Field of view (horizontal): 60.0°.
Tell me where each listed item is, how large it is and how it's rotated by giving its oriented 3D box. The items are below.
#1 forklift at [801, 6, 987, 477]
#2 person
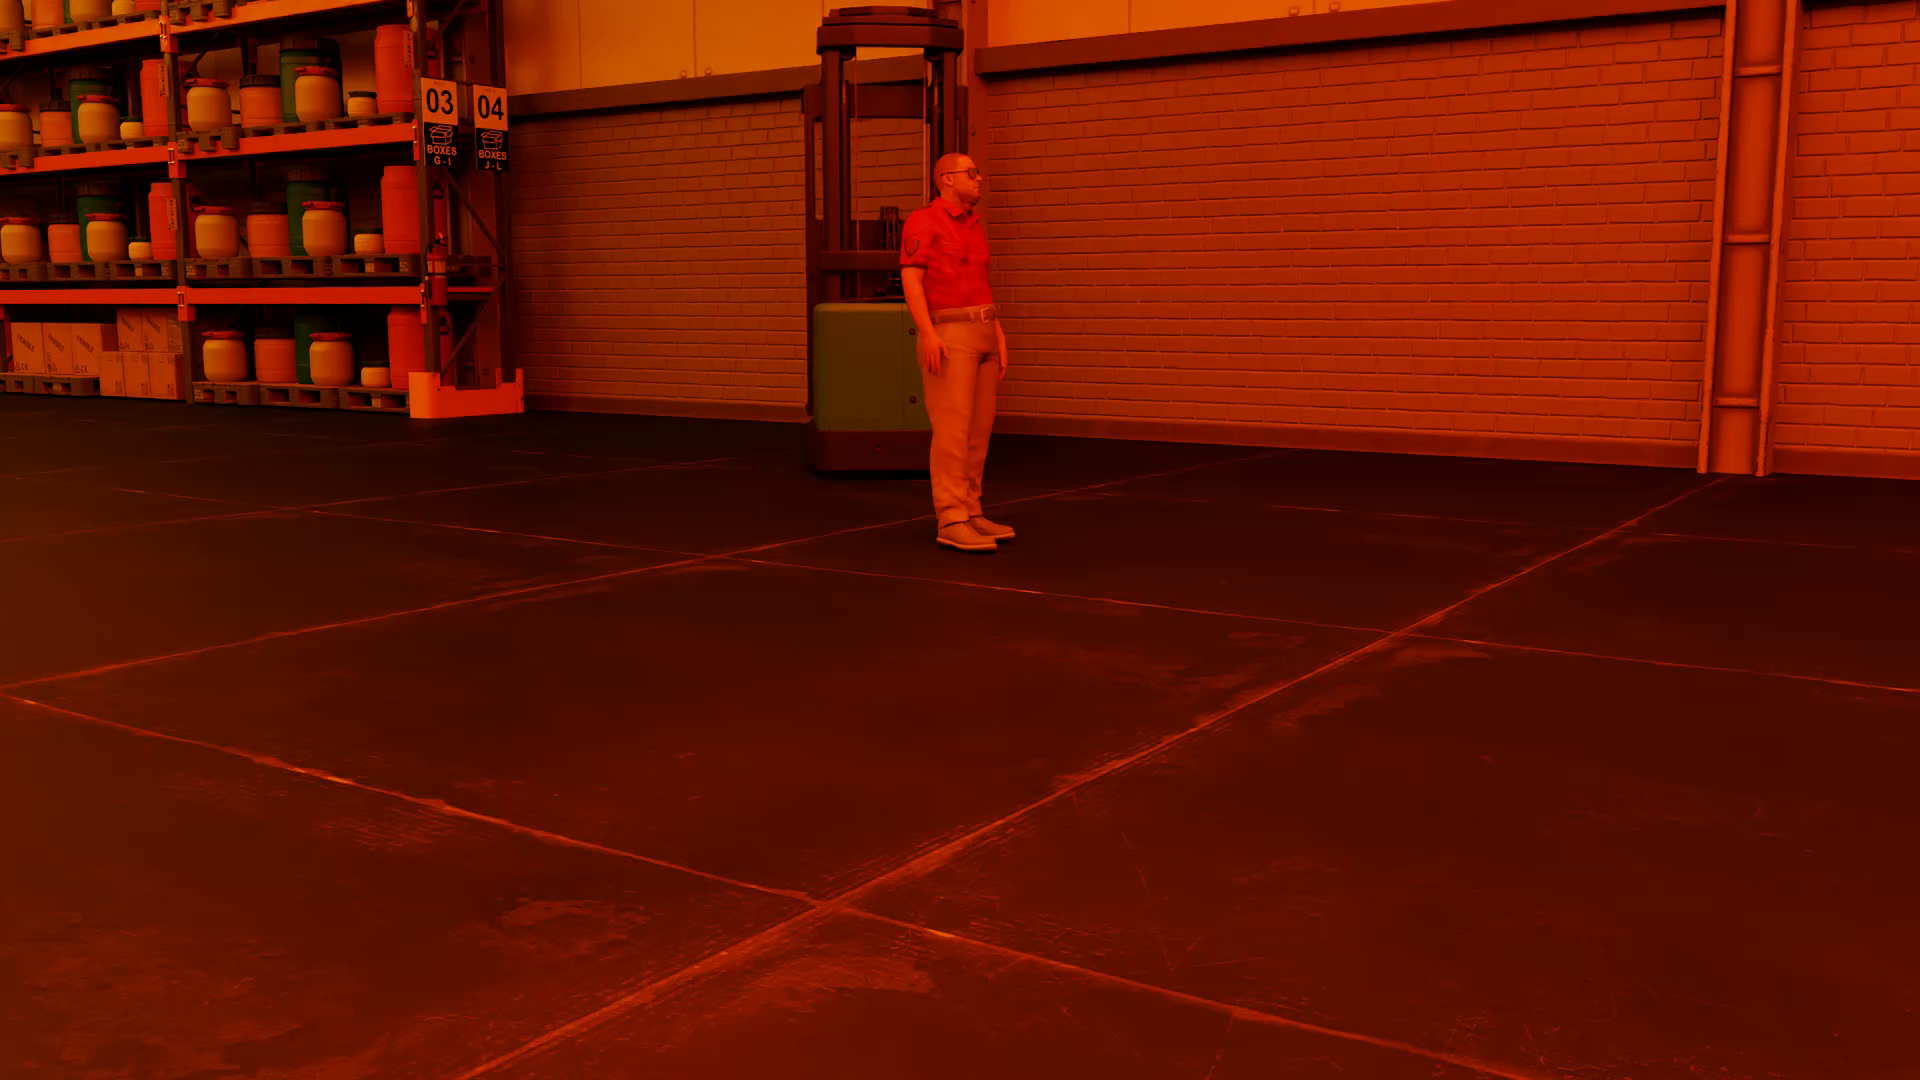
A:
[{"bbox_3d":[-0.516,-2.016,11.370,1.130,2.935,3.031,-1,8,-7],"label":"forklift"},{"bbox_3d":[0.068,-0.854,7.421,0.551,1.727,0.640,5,10,34],"label":"person"}]
